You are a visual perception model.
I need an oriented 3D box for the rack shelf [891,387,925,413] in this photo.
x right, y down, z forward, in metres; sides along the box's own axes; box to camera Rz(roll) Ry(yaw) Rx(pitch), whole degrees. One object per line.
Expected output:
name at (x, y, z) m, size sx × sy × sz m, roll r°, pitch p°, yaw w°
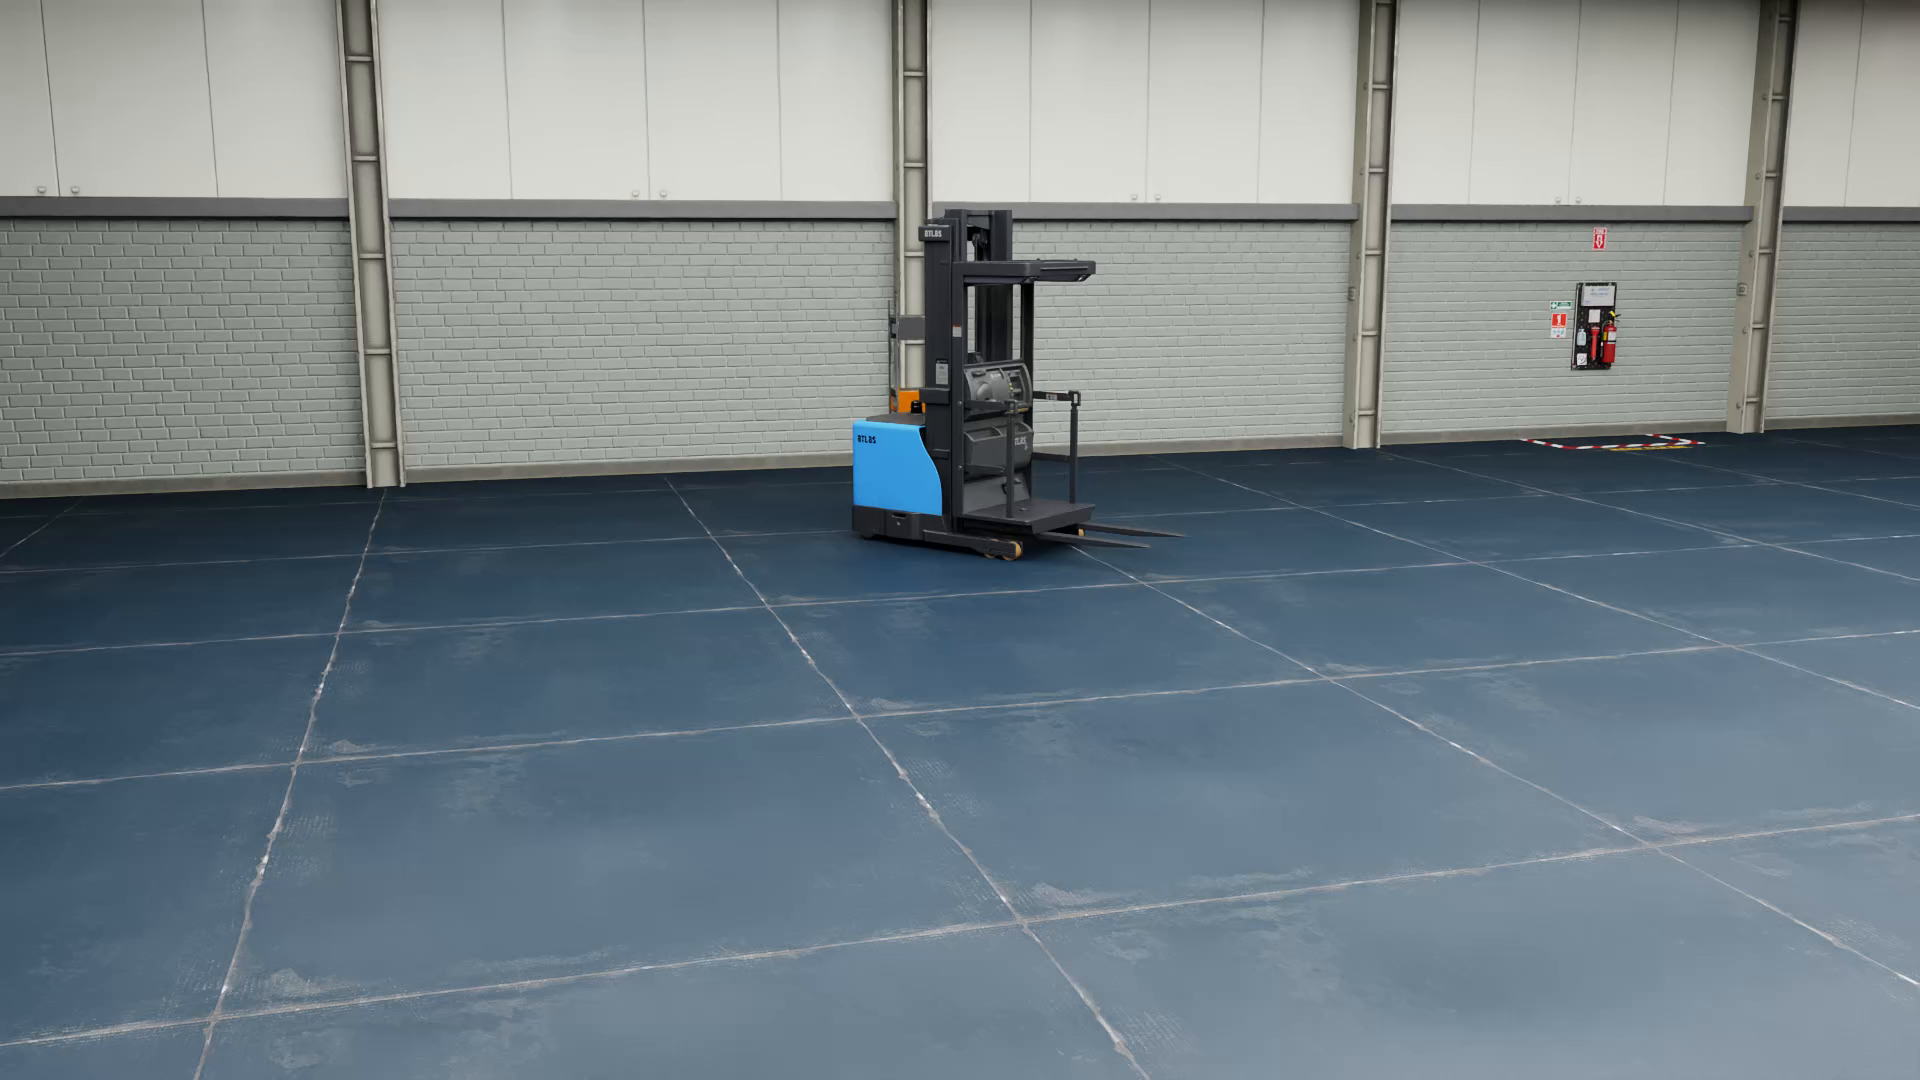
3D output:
rack shelf at (-0.398, -1.228, 15.988) m, size 0.480 × 0.518 × 0.431 m, roll -3°, pitch 10°, yaw -14°

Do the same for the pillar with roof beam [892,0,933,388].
pillar with roof beam at (0.651, -4.582, 15.082) m, size 0.400 × 9.000 × 9.100 m, roll -3°, pitch 11°, yaw -16°

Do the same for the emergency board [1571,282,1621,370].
emergency board at (8.586, -2.869, 22.346) m, size 0.643 × 1.169 × 0.194 m, roll -3°, pitch 11°, yaw -16°

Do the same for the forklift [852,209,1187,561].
forklift at (0.503, -1.374, 14.416) m, size 3.031 × 2.935 × 1.130 m, roll 8°, pitch 13°, yaw 36°

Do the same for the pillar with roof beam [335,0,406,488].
pillar with roof beam at (-5.110, -4.279, 13.433) m, size 0.400 × 9.000 × 9.100 m, roll -3°, pitch 11°, yaw -16°

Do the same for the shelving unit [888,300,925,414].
shelving unit at (-0.398, -1.242, 15.986) m, size 0.503 × 2.100 × 0.431 m, roll -3°, pitch 10°, yaw -14°

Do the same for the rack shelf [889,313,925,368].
rack shelf at (-0.399, -1.917, 15.865) m, size 0.480 × 0.518 × 0.431 m, roll -3°, pitch 10°, yaw -14°

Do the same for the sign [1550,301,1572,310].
sign at (8.033, -3.136, 22.233) m, size 0.331 × 0.109 × 0.001 m, roll -3°, pitch 11°, yaw -16°

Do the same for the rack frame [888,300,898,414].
rack frame at (-0.635, -1.231, 15.928) m, size 0.015 × 2.100 × 0.400 m, roll -3°, pitch 10°, yaw -14°

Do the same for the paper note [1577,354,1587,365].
paper note at (8.396, -2.439, 22.442) m, size 0.142 × 0.148 × 0.016 m, roll -3°, pitch 11°, yaw -16°

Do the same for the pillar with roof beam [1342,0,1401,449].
pillar with roof beam at (6.411, -4.886, 16.732) m, size 0.400 × 9.000 × 9.100 m, roll -3°, pitch 11°, yaw -16°

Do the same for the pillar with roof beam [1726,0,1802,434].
pillar with roof beam at (12.172, -5.189, 18.381) m, size 0.400 × 9.000 × 9.100 m, roll -3°, pitch 11°, yaw -16°

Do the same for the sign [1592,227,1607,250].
sign at (8.550, -4.026, 22.228) m, size 0.199 × 0.298 × 0.001 m, roll -3°, pitch 11°, yaw -16°

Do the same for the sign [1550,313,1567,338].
sign at (8.026, -2.876, 22.288) m, size 0.234 × 0.329 × 0.001 m, roll -3°, pitch 11°, yaw -16°
